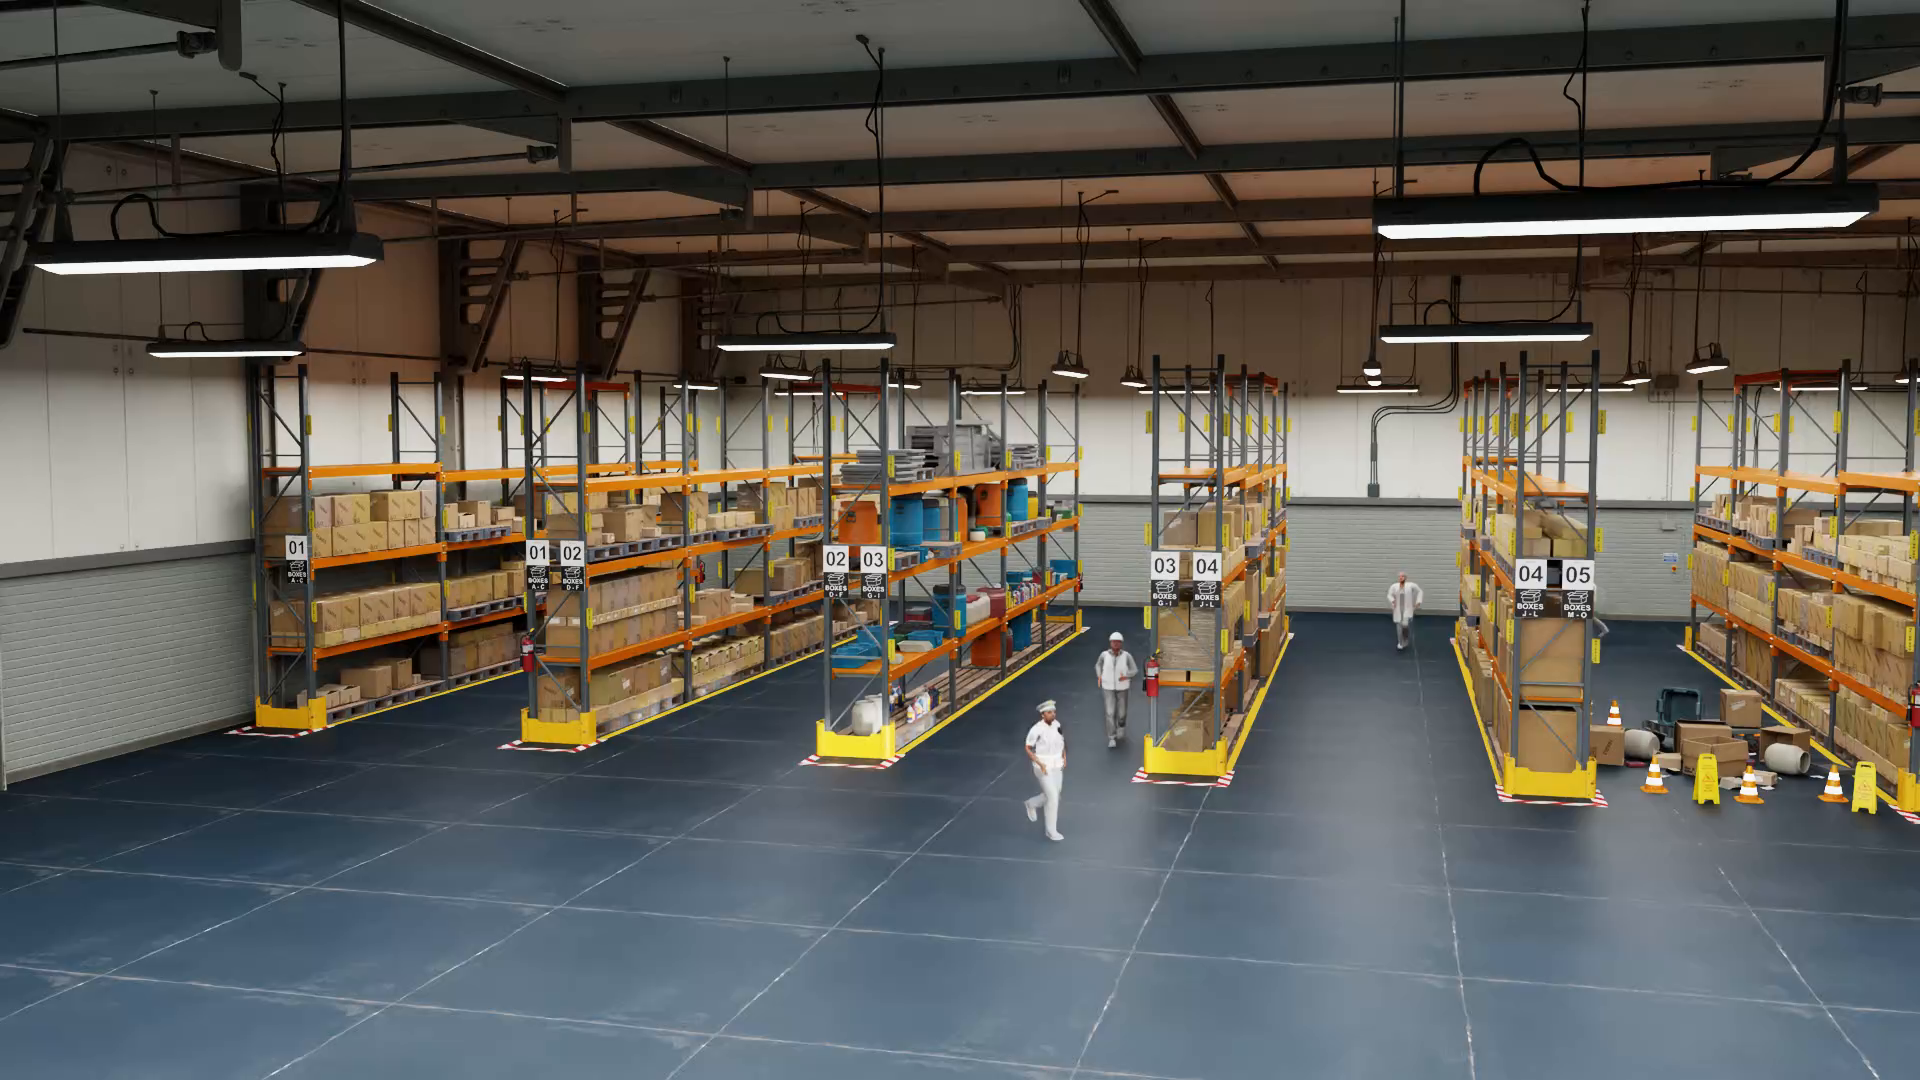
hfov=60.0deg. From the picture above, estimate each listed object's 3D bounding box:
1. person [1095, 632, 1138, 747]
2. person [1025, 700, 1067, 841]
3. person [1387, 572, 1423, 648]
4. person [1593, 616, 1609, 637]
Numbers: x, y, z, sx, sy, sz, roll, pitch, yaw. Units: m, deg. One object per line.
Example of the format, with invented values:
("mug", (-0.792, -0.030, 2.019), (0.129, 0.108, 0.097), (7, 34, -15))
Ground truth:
("person", (2.443, 2.322, 26.058), (0.676, 1.761, 0.802), (1, 4, 8))
("person", (1.029, 2.767, 20.272), (0.575, 1.693, 0.693), (-3, 5, -38))
("person", (9.872, 1.574, 36.998), (0.735, 1.732, 0.811), (2, 4, 27))
("person", (14.634, 1.564, 38.703), (0.964, 1.627, 0.657), (1, 4, 9))
